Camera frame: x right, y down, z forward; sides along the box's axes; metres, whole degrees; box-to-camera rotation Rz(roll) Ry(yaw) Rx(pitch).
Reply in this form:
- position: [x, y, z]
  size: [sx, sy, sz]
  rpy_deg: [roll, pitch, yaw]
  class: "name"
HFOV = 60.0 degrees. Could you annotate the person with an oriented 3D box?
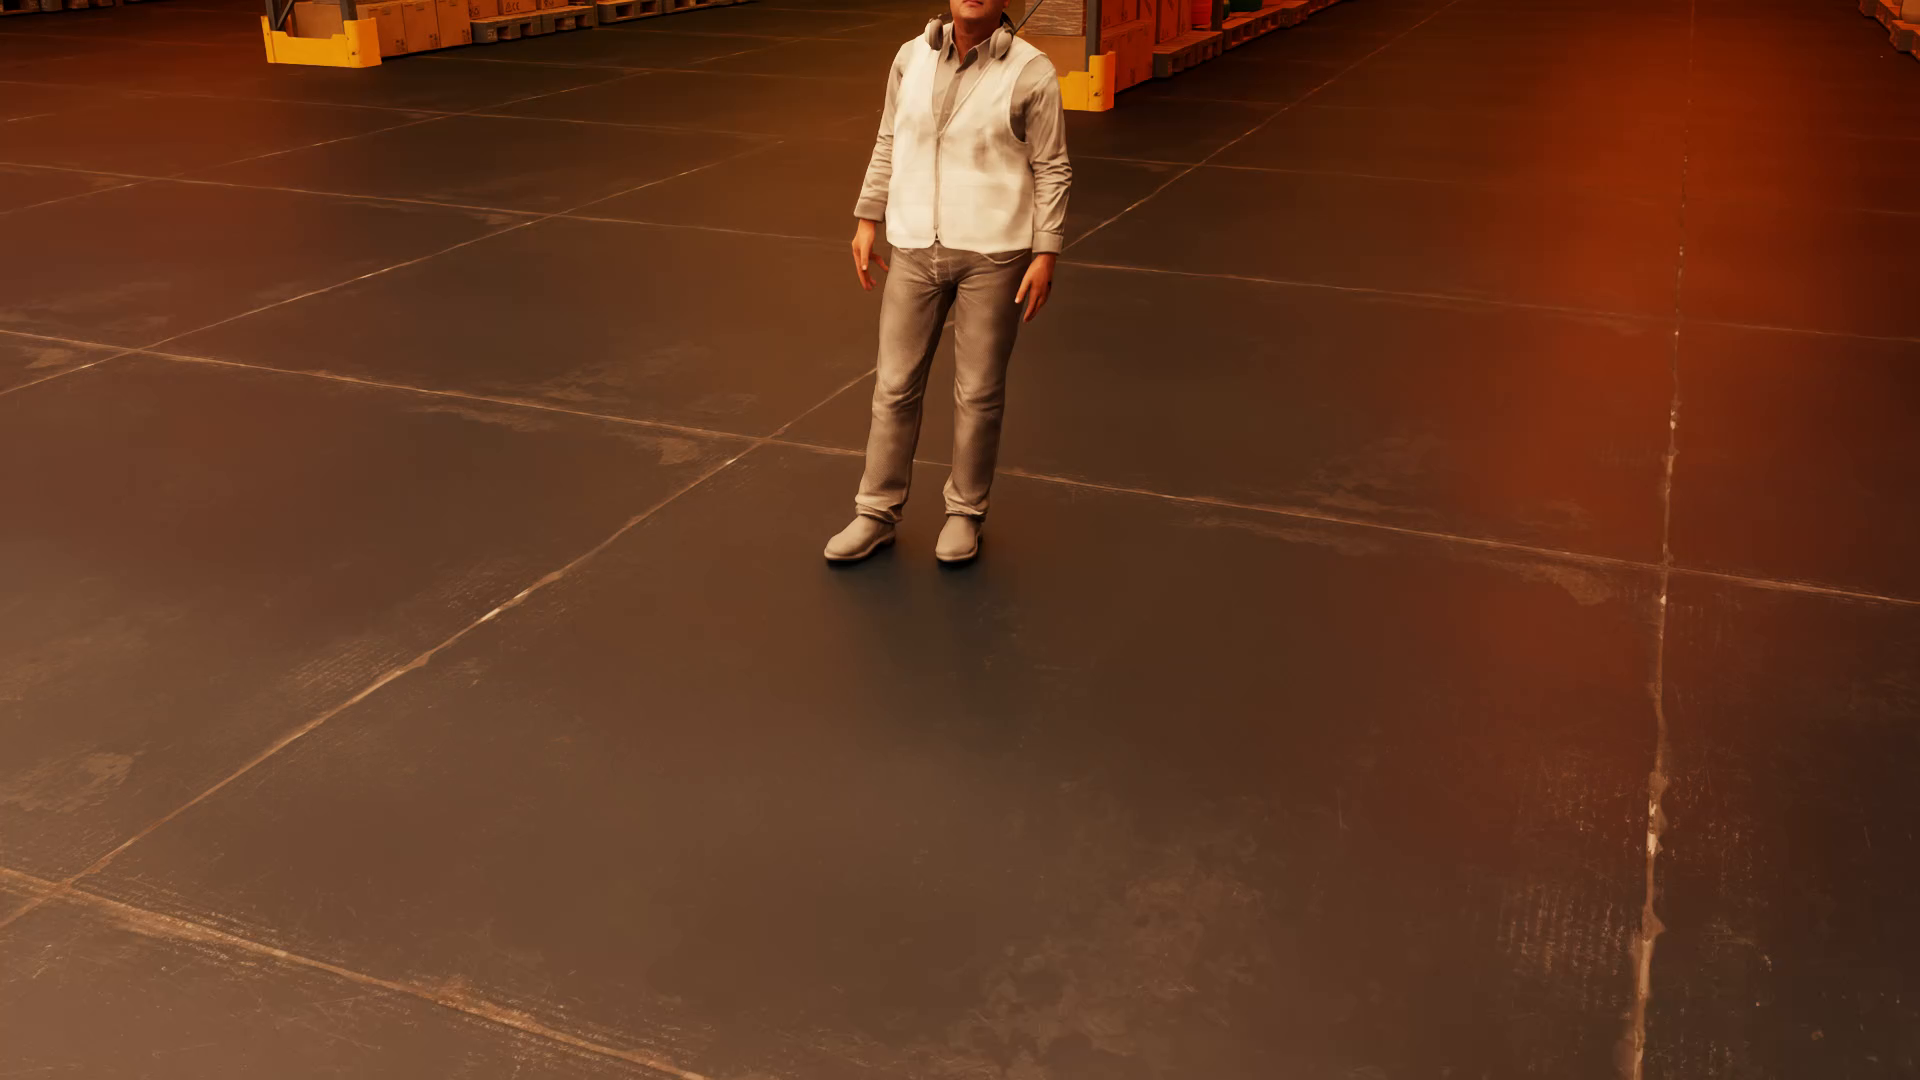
- position: [-0.035, -0.805, 4.700]
  size: [0.624, 1.773, 0.568]
  rpy_deg: [9, 24, 21]
  class: "person"
